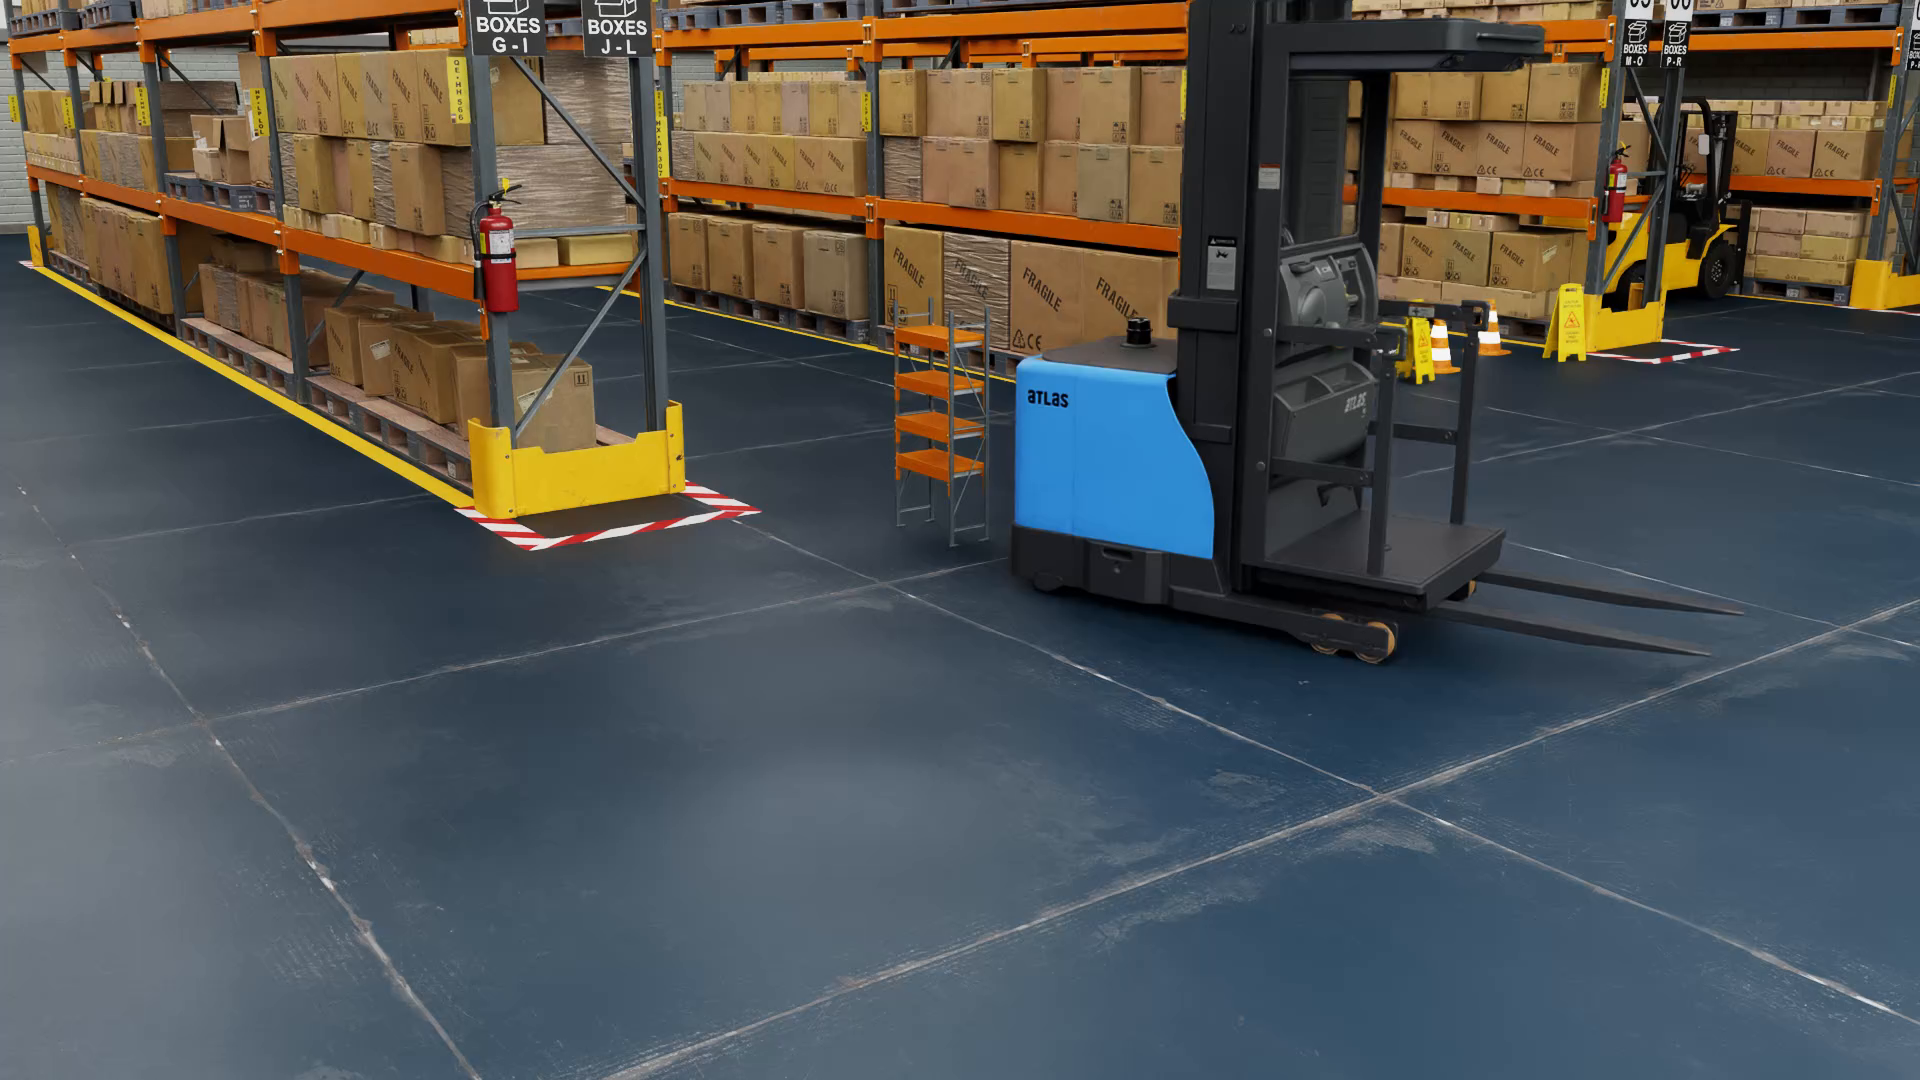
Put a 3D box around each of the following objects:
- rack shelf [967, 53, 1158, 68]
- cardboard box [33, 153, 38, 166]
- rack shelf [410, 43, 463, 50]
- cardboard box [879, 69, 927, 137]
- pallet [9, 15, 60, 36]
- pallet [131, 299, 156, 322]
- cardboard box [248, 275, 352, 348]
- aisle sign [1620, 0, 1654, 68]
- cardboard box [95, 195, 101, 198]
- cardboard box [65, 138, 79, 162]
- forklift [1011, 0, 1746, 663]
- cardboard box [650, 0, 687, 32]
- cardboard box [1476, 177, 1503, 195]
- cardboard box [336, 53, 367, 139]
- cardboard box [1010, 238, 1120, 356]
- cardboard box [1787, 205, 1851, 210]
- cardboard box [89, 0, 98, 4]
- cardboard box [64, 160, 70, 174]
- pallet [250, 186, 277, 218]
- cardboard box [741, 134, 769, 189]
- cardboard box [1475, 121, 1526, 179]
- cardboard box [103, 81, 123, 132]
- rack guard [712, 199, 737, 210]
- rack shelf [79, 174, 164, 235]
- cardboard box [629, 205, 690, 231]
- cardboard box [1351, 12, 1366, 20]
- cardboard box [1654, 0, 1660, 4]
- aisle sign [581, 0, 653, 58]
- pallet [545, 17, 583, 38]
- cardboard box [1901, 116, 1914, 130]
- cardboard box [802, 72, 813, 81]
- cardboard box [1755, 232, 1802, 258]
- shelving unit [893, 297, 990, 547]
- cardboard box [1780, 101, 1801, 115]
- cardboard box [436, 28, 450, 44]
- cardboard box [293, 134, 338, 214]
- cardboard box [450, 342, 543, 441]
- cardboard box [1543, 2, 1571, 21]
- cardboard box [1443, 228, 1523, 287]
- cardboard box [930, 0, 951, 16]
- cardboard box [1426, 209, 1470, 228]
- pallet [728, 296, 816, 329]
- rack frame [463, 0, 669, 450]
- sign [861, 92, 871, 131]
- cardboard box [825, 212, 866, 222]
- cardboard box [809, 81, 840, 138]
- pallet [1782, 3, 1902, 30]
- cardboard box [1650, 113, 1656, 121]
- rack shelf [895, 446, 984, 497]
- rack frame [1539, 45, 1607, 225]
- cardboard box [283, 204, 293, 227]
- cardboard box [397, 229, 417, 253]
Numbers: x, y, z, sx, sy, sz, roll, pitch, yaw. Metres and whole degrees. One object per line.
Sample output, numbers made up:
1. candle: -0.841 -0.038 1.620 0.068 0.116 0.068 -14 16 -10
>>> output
1. rack shelf: 1.703 -8.061 28.027 1.077 0.370 4.000 -11 19 -35
2. cardboard box: -11.257 -4.722 20.621 0.380 0.149 0.250 -11 19 -36
3. rack shelf: -6.254 -6.500 22.323 1.077 0.370 4.000 -11 19 -35
4. cardboard box: -0.185 -3.774 14.353 0.875 0.550 0.550 -11 19 -35
5. pallet: -11.057 -6.326 20.493 1.003 0.211 1.213 -11 19 -35
6. pallet: -7.913 -2.466 17.186 1.003 0.211 1.213 -11 19 -35
7. cardboard box: -5.384 -1.882 13.671 0.700 0.500 0.500 -13 20 -39
8. aisle sign: 5.724 -4.396 14.032 0.394 0.787 0.004 -11 19 -35
9. cardboard box: -9.473 -3.556 19.115 0.875 0.875 0.875 -11 19 -35
10. cardboard box: -9.621 -4.349 18.506 0.500 0.250 0.500 -11 19 -36
11. forklift: 1.737 -1.073 6.945 3.031 2.935 1.130 10 18 34
12. cardboard box: -3.267 -5.696 17.835 0.500 0.500 0.500 -11 19 -35
13. cardboard box: 4.981 -3.271 15.322 0.380 0.149 0.250 -10 18 -34
14. cardboard box: -3.495 -2.736 10.245 0.500 0.500 0.500 -11 19 -35
15. cardboard box: 1.006 -1.910 13.104 0.875 0.875 0.875 -11 19 -35
16. cardboard box: 9.509 -3.569 18.451 0.500 0.250 0.500 -11 19 -34
17. cardboard box: -8.577 -5.583 16.983 0.500 0.311 0.500 -12 19 -36
18. cardboard box: -9.896 -4.228 18.816 0.380 0.149 0.250 -11 19 -35
19. pallet: -4.777 -2.610 12.792 1.003 0.211 1.213 -11 19 -35
20. cardboard box: -1.792 -3.707 16.248 0.500 0.500 0.500 -11 19 -35
21. cardboard box: 5.090 -3.573 15.196 0.500 0.500 0.500 -11 19 -34
22. cardboard box: -8.373 -4.473 17.148 0.797 0.503 0.637 -11 19 -34
23. rack guard: -3.499 -5.417 27.419 1.175 0.500 0.348 -11 19 -35
24. rack shelf: -7.974 -3.451 16.864 1.077 0.370 4.000 -11 19 -35
25. cardboard box: -3.340 -3.583 18.504 0.500 0.250 0.500 -11 19 -36
26. cardboard box: 4.014 -5.116 16.379 0.380 0.149 0.250 -10 18 -33
27. cardboard box: 5.842 -4.867 14.716 0.500 0.250 0.500 -11 19 -36
28. aisle sign: -1.815 -2.950 8.746 0.394 0.787 0.004 -11 19 -35
29. pallet: -4.189 -5.960 19.343 1.213 0.211 1.003 -11 19 -35
30. cardboard box: 9.945 -4.446 17.718 0.380 0.149 0.250 -11 19 -36
31. cardboard box: -2.118 -6.850 24.608 0.380 0.149 0.250 -11 19 -35
32. cardboard box: 9.110 -3.253 18.247 0.500 0.250 0.500 -11 19 -35
33. shelving unit: -0.097 -0.614 8.547 0.258 1.200 0.503 -11 19 -35
34. cardboard box: 9.122 -4.684 18.027 0.380 0.149 0.250 -11 19 -34
35. cardboard box: -6.753 -6.845 22.505 0.500 0.250 0.500 -12 19 -36
36. cardboard box: -3.966 -2.490 11.240 0.875 0.500 0.500 -11 19 -35
37. cardboard box: -2.827 -0.917 10.186 0.500 0.500 0.500 -6 16 -20
38. cardboard box: 5.313 -4.607 14.520 0.380 0.149 0.250 -11 19 -34
39. cardboard box: 4.931 -2.680 15.679 0.500 0.500 0.500 -10 18 -33
40. cardboard box: -0.052 -6.938 21.575 0.500 0.500 0.500 -11 19 -34
41. cardboard box: 4.671 -3.061 15.841 0.380 0.149 0.250 -10 18 -32
42. pallet: -1.610 -2.334 16.702 1.003 0.211 1.213 -11 19 -35
43. rack frame: -2.094 -1.662 8.968 1.000 3.000 0.127 -11 19 -35
44. sign: -0.807 -3.699 14.365 0.100 0.325 0.005 -11 19 -35
45. cardboard box: -1.416 -4.880 24.783 0.875 0.438 0.875 -11 19 -35
46. cardboard box: -0.975 -4.010 15.461 0.700 0.500 0.500 -11 19 -35
47. pallet: 9.540 -5.531 17.588 1.003 0.211 1.213 -11 19 -35
48. cardboard box: 8.125 -4.851 19.201 0.380 0.149 0.250 -11 19 -35
49. rack shelf: -0.097 -0.358 8.617 0.258 0.148 0.480 -11 19 -35
50. rack frame: 7.583 -4.826 20.526 1.000 3.000 0.127 -11 19 -35
51. cardboard box: -4.563 -2.303 11.783 0.380 0.149 0.250 -11 19 -35
52. cardboard box: -3.177 -1.834 10.072 0.380 0.149 0.250 -11 19 -35
